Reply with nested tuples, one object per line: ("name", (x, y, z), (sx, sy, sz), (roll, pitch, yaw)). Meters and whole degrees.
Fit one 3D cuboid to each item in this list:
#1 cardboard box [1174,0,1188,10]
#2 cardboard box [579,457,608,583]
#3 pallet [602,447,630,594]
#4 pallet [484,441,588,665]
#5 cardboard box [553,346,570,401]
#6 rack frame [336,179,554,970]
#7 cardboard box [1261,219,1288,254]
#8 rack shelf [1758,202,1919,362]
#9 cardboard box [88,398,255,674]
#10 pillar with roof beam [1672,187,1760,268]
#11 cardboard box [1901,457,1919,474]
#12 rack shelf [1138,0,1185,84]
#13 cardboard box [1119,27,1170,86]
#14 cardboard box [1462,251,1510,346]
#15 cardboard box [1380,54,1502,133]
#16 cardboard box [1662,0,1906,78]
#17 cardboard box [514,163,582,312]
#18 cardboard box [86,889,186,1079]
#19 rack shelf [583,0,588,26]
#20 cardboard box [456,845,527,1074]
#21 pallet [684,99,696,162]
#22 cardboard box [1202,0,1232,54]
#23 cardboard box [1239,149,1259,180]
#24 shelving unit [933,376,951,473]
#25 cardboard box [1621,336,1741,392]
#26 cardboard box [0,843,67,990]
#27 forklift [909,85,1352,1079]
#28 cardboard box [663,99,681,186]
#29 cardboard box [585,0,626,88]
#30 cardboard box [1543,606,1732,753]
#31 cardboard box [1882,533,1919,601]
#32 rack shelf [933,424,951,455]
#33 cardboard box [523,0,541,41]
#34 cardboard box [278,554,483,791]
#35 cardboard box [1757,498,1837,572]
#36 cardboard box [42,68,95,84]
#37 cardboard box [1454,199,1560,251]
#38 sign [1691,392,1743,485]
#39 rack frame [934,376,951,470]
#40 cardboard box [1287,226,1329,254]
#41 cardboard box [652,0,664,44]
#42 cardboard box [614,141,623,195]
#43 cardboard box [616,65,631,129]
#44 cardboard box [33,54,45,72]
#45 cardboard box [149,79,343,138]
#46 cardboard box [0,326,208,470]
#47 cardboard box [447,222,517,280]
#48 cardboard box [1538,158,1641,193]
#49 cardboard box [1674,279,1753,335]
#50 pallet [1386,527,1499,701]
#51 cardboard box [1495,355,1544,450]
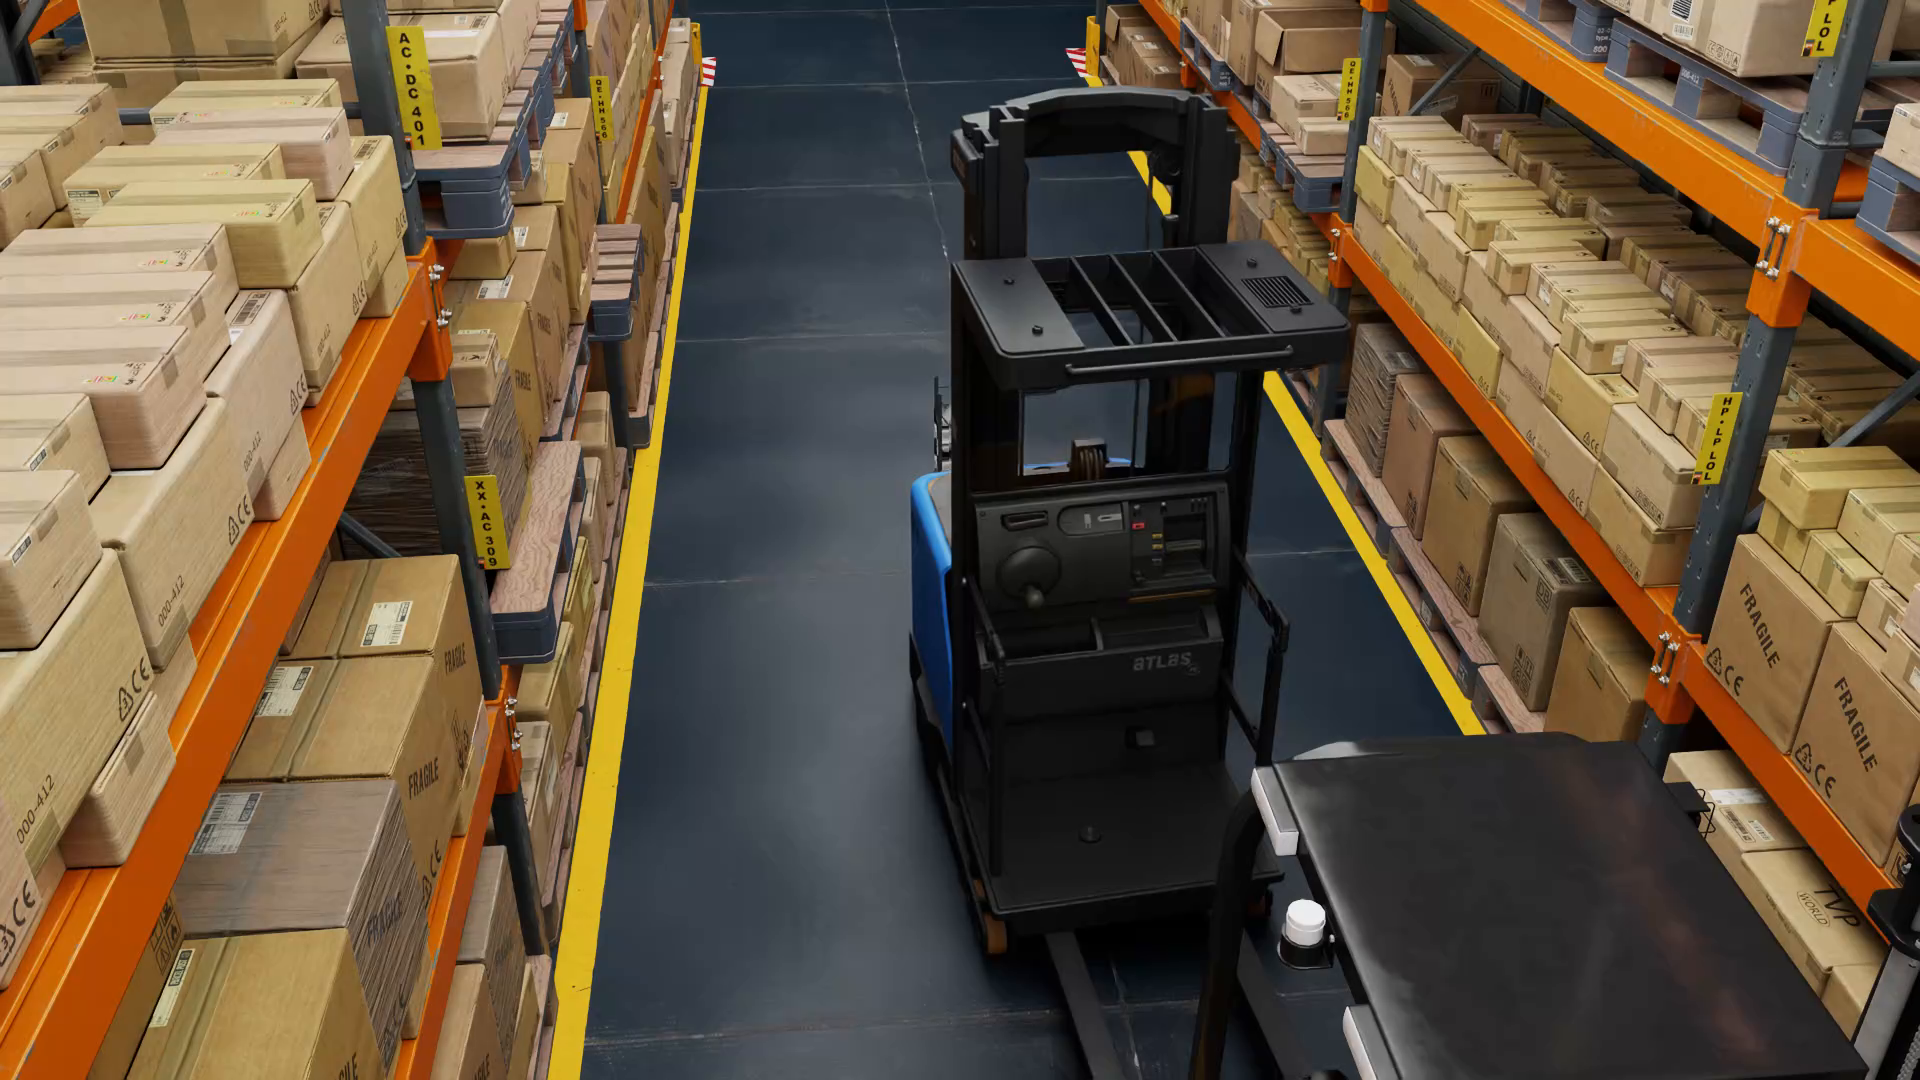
("cardboard box", (1.922, -4.285, 12.856), (0.500, 0.250, 0.500), (-2, 31, -3))
("cardboard box", (-2.236, -0.079, 8.110), (0.950, 0.372, 0.625), (-3, 31, -6))
("pallet", (-2.284, -0.096, 8.704), (1.003, 0.211, 1.213), (-3, 31, -5))
("pallet", (-1.909, 0.035, 5.953), (1.003, 0.211, 1.213), (-3, 31, -5))
("cardboard box", (-1.813, -0.686, 6.809), (0.380, 0.149, 0.250), (-2, 31, -3))
("rack frame", (-1.982, 0.350, 5.238), (1.000, 3.000, 0.127), (-3, 31, -5))
("cardboard box", (2.244, -1.767, 10.812), (0.500, 0.500, 0.500), (-1, 31, -2))
("rack shelf", (3.146, 0.153, 3.346), (1.077, 0.370, 4.000), (-3, 31, -5))
("cardboard box", (-1.529, -0.011, 2.774), (0.500, 0.250, 0.500), (-2, 31, -4))
("pillar with roof beam", (-0.681, -3.678, 6.133), (9.100, 9.000, 0.400), (-3, 31, -5))
("cardboard box", (3.167, -0.311, 6.004), (0.500, 0.250, 0.500), (-3, 31, -5))
("rack shelf", (2.025, -4.686, 14.372), (1.077, 0.370, 4.000), (-3, 31, -5))
("cardboard box", (1.842, -4.368, 15.166), (0.700, 0.500, 0.500), (-2, 31, -3))
("cardboard box", (2.533, -1.060, 7.259), (0.500, 0.250, 0.500), (-2, 31, -4))
("cardboard box", (2.693, -2.425, 9.378), (0.500, 0.500, 0.500), (-1, 31, -2))
("cardboard box", (2.649, -1.720, 5.359), (0.500, 0.311, 0.500), (-4, 31, -6))
("cardboard box", (-1.929, -1.303, 7.209), (0.500, 0.500, 0.500), (-5, 31, -8))
("cardboard box", (-1.972, 0.767, 3.179), (0.700, 0.500, 0.500), (-3, 31, -5))
("rack shelf", (-2.543, -3.692, 9.782), (1.077, 0.370, 4.000), (-3, 31, -5))
("cardboard box", (-1.660, 1.318, 5.159), (0.500, 0.500, 0.500), (-3, 31, -5))
("pallet", (-2.840, -3.553, 14.493), (1.003, 0.211, 1.213), (-3, 31, -5))
("cardboard box", (2.083, -3.675, 11.470), (0.700, 0.500, 0.500), (-2, 31, -4))
("cardboard box", (2.144, -2.627, 11.618), (0.380, 0.149, 0.250), (-3, 31, -5))
("shelving unit", (-0.001, -0.390, 8.526), (0.258, 0.900, 0.210), (-3, 31, -5))
("cardboard box", (2.694, -0.633, 6.154), (0.380, 0.149, 0.250), (-3, 31, -5))
("cardboard box", (-1.497, 0.500, 2.307), (0.380, 0.149, 0.250), (-4, 31, -6))
("forklift", (0.560, 0.073, 5.770), (1.130, 2.935, 3.031), (-6, 31, -10))
("cardboard box", (-2.681, -3.140, 13.171), (0.875, 0.438, 0.875), (-3, 31, -5))
("cardboard box", (-2.247, -2.945, 9.683), (0.500, 0.500, 0.500), (-2, 31, -3))
("cardboard box", (2.900, 0.684, 6.586), (0.875, 0.625, 0.625), (-1, 31, -2))
("cardboard box", (2.841, 0.097, 4.642), (0.380, 0.149, 0.250), (-3, 31, -6))
("rack shelf", (-0.001, -0.516, 8.451), (0.258, 0.077, 0.200), (-3, 31, -5))
("cardboard box", (-1.755, -1.886, 5.794), (0.500, 0.250, 0.500), (-3, 31, -5))
("cardboard box", (-1.693, 0.395, 4.777), (0.500, 0.500, 0.500), (-4, 31, -6))
("cardboard box", (2.727, -0.036, 5.154), (0.380, 0.149, 0.250), (-3, 31, -5))
("cardboard box", (-7.562, -3.914, 14.169), (0.380, 0.149, 0.250), (-2, 31, -3))
("cardboard box", (2.453, -1.418, 7.468), (0.380, 0.149, 0.250), (-2, 31, -4))
("sign", (2.420, -0.322, 5.311), (0.100, 0.325, 0.005), (-3, 31, -5))
("rack frame", (-0.010, -0.442, 8.613), (0.240, 0.900, 0.006), (-3, 31, -5))
("cardboard box", (2.250, -1.832, 10.287), (0.380, 0.149, 0.250), (-4, 31, -6))
("cardboard box", (-2.513, -4.029, 12.473), (0.500, 0.500, 0.500), (-2, 31, -3))
("cardboard box", (-2.217, -2.151, 9.572), (0.500, 0.250, 0.500), (-4, 31, -6))
("cardboard box", (-2.239, -2.632, 9.889), (0.500, 0.250, 0.500), (-3, 31, -5))
("cardboard box", (-8.270, -4.146, 14.556), (0.380, 0.149, 0.250), (-3, 31, -5))
("cardboard box", (-1.735, -1.021, 4.076), (0.380, 0.149, 0.250), (-2, 31, -4))
("cardboard box", (-1.495, -0.234, 2.758), (0.380, 0.149, 0.250), (-2, 31, -4))
("cardboard box", (-1.878, -1.086, 6.213), (0.380, 0.149, 0.250), (-1, 31, -2))
("cardboard box", (3.009, -1.711, 7.960), (0.380, 0.149, 0.250), (-3, 31, -6))
("cardboard box", (3.102, -0.925, 6.644), (0.380, 0.149, 0.250), (-3, 31, -5))
("pallet", (2.735, 0.309, 8.027), (1.003, 0.211, 1.213), (-3, 31, -5))
("cardboard box", (2.584, -0.581, 6.944), (0.500, 0.250, 0.500), (-3, 31, -4))
